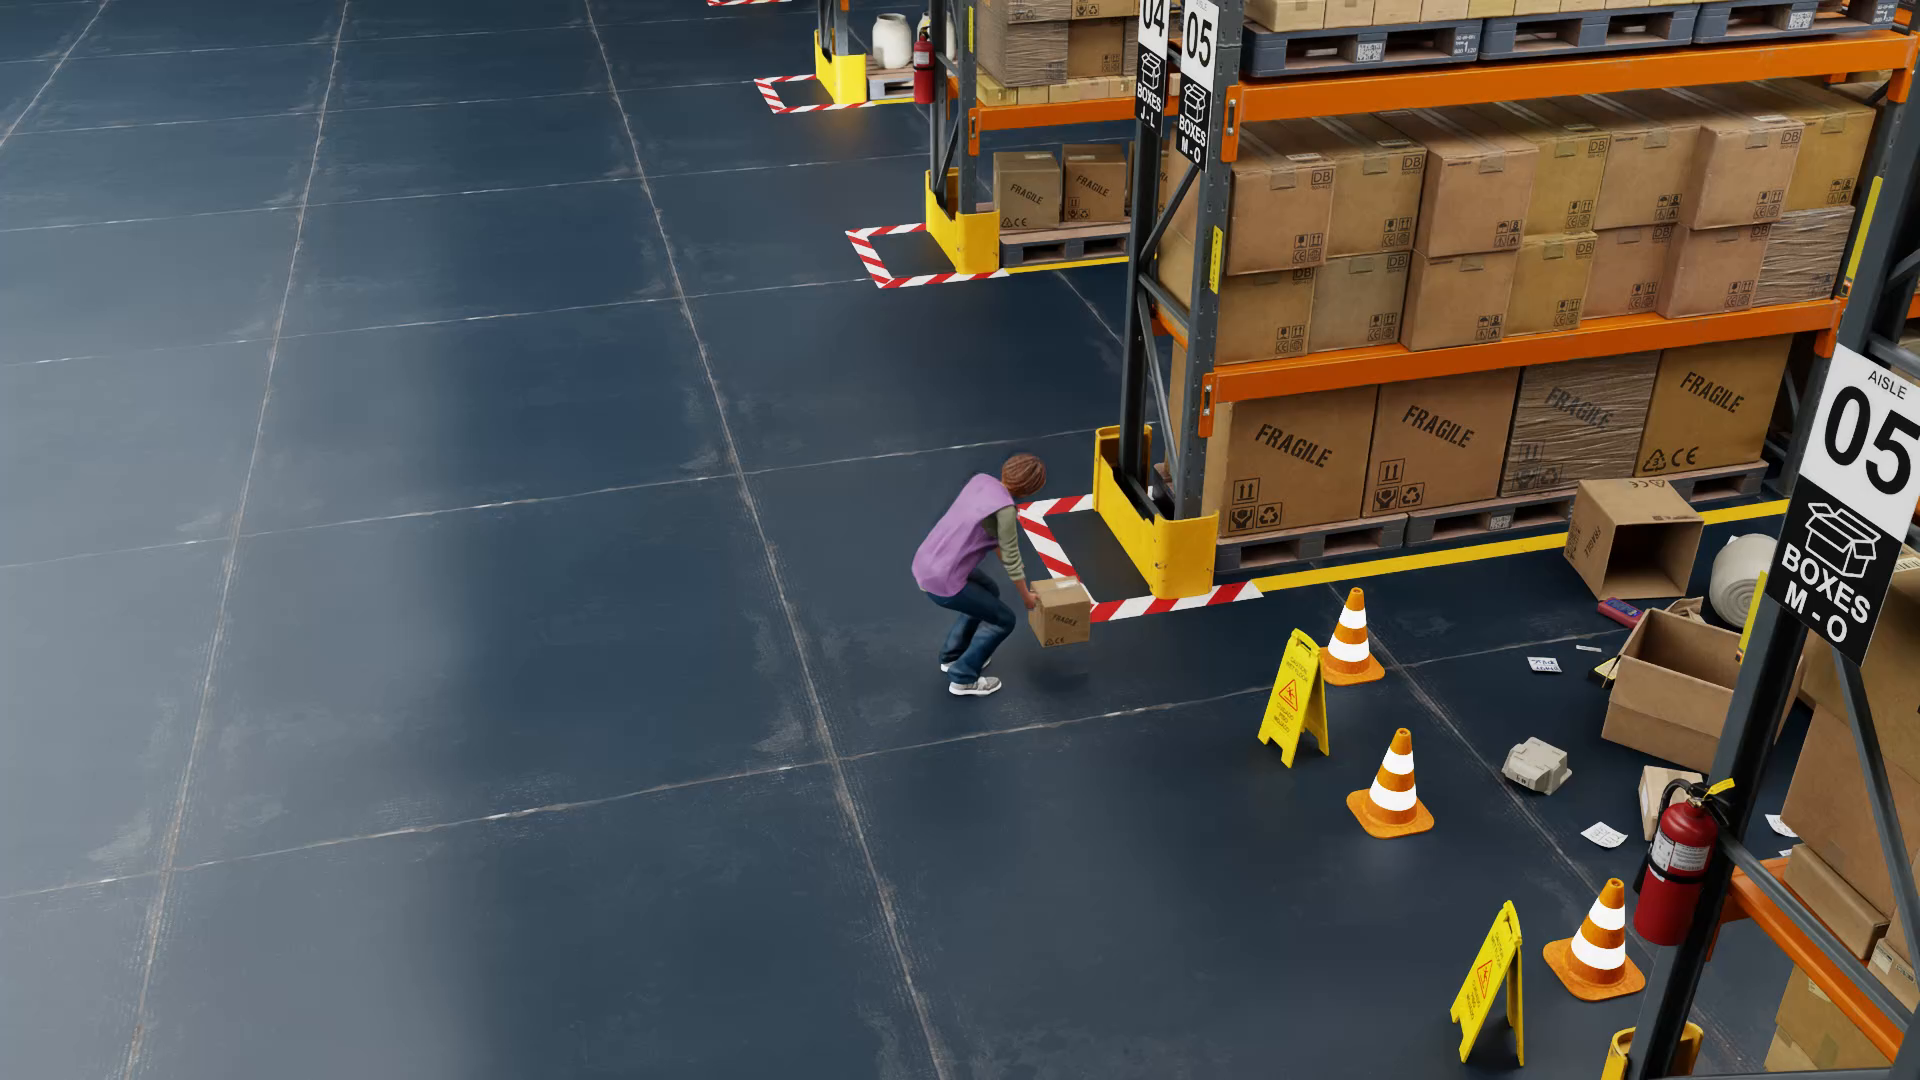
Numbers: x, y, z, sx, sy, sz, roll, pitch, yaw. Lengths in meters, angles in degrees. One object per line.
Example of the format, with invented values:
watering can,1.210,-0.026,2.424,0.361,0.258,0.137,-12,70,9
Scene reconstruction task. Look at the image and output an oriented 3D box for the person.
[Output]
person,0.091,0.158,8.322,0.685,1.244,0.463,-8,32,-13
